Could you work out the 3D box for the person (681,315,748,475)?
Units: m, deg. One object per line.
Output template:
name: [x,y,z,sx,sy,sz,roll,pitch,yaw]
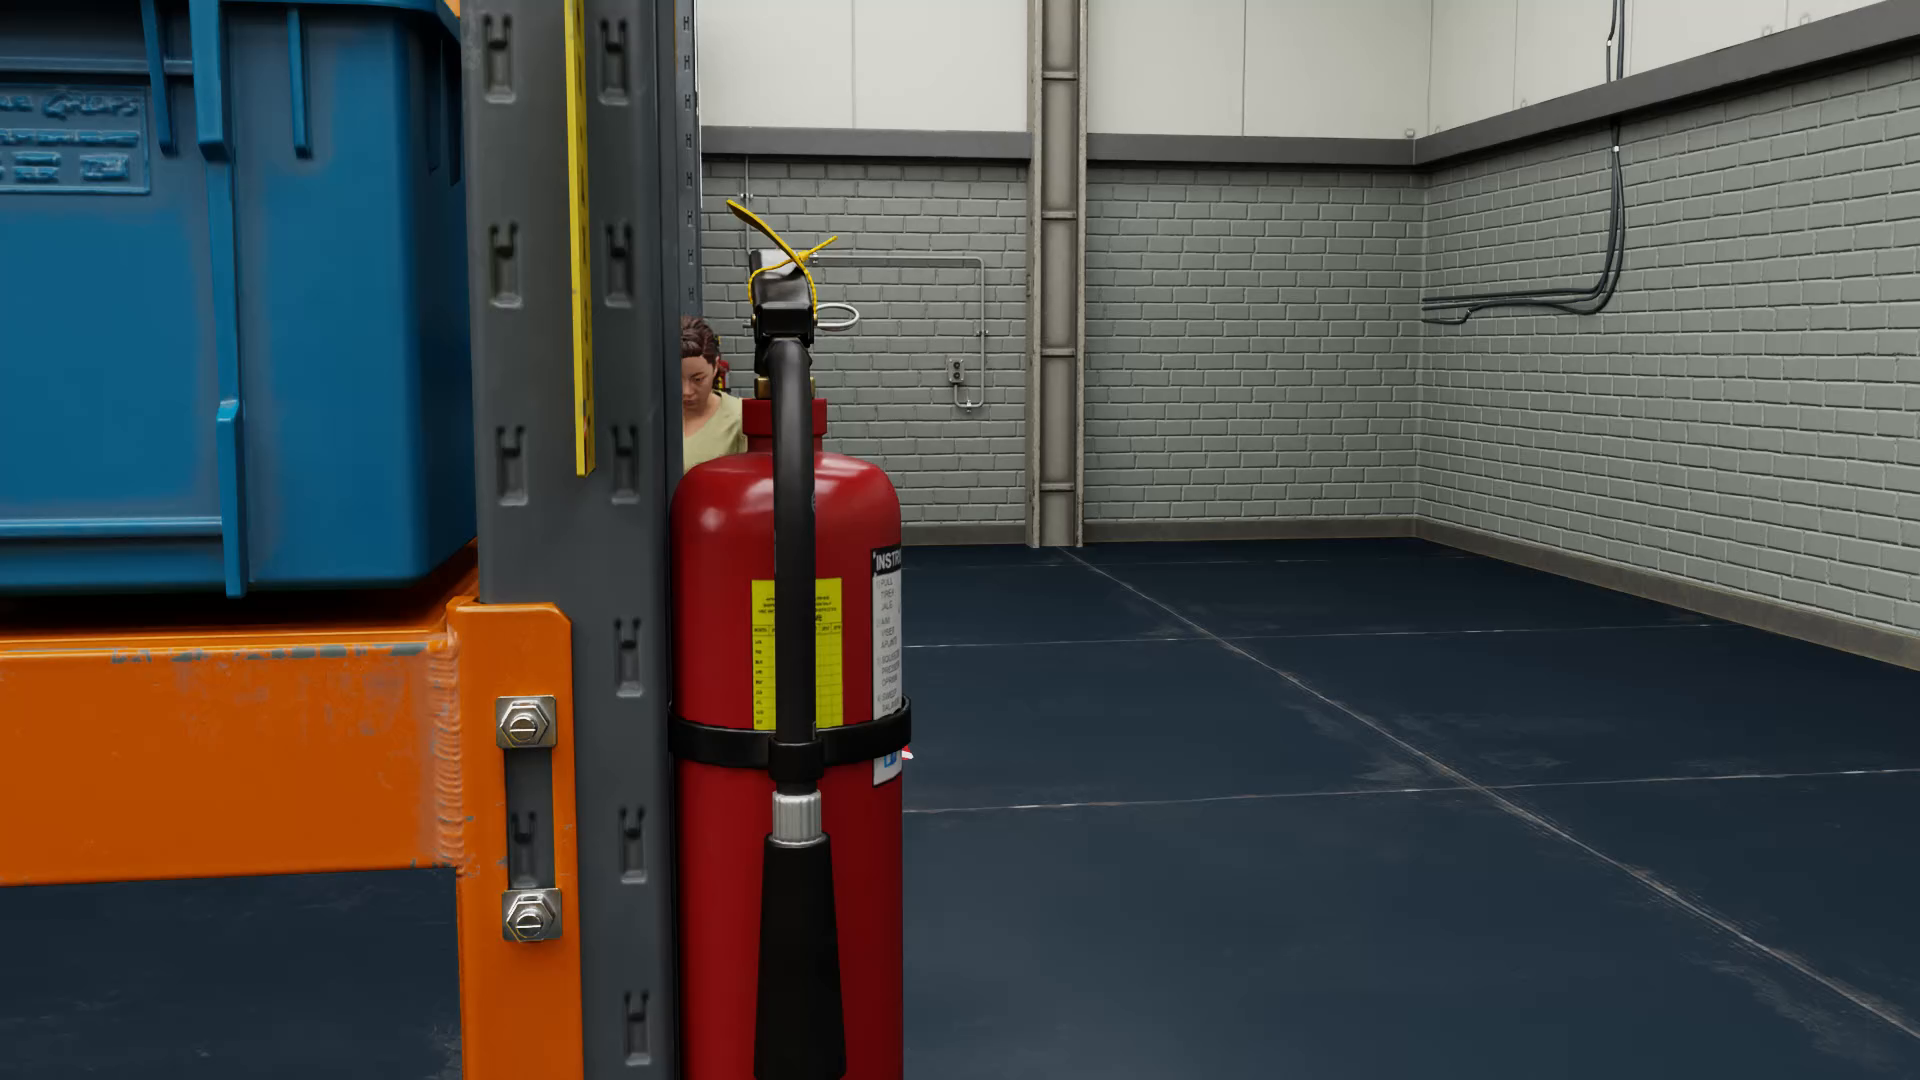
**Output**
person: [-0.797,0.131,5.025,0.478,1.604,0.426,0,7,1]
